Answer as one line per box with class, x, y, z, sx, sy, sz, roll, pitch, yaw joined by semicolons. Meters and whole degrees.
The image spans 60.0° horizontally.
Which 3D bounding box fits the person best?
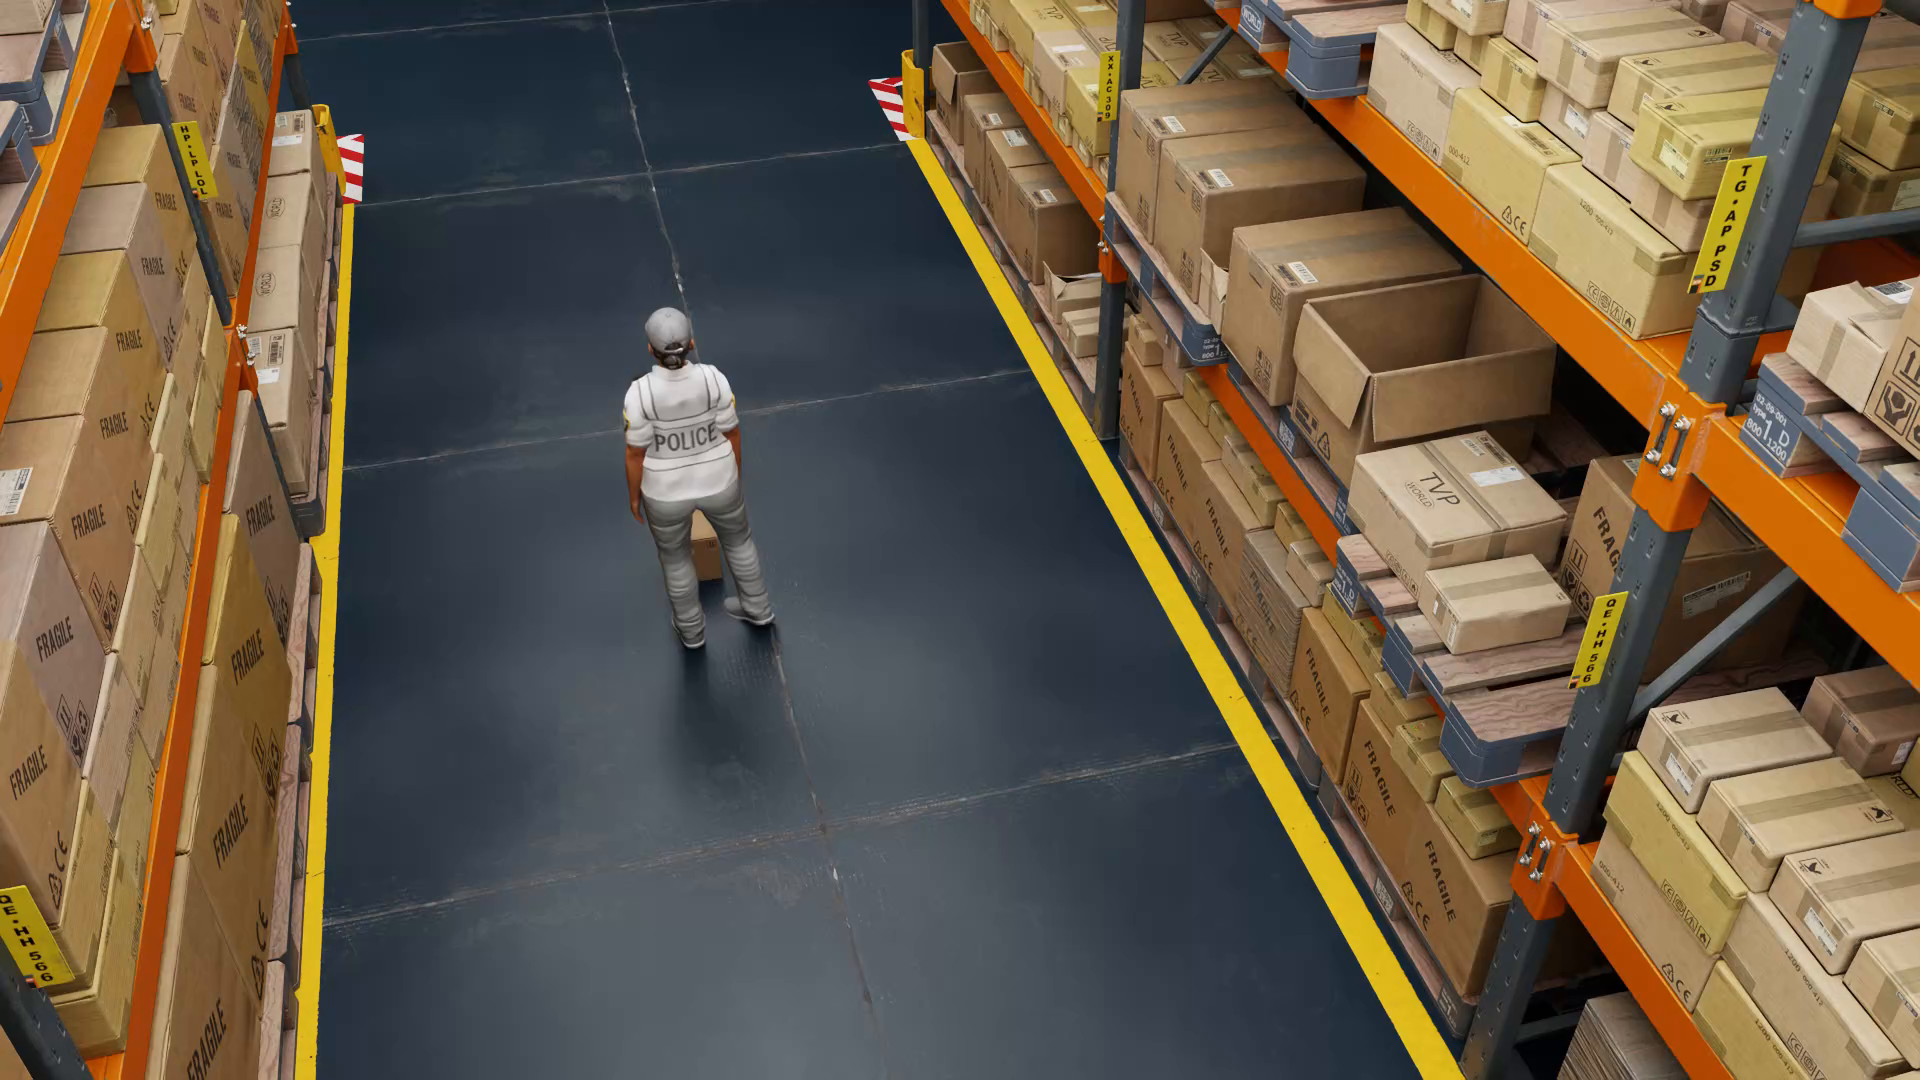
person;-1.121;-0.235;7.014;0.558;1.687;0.384;-13;40;-16
